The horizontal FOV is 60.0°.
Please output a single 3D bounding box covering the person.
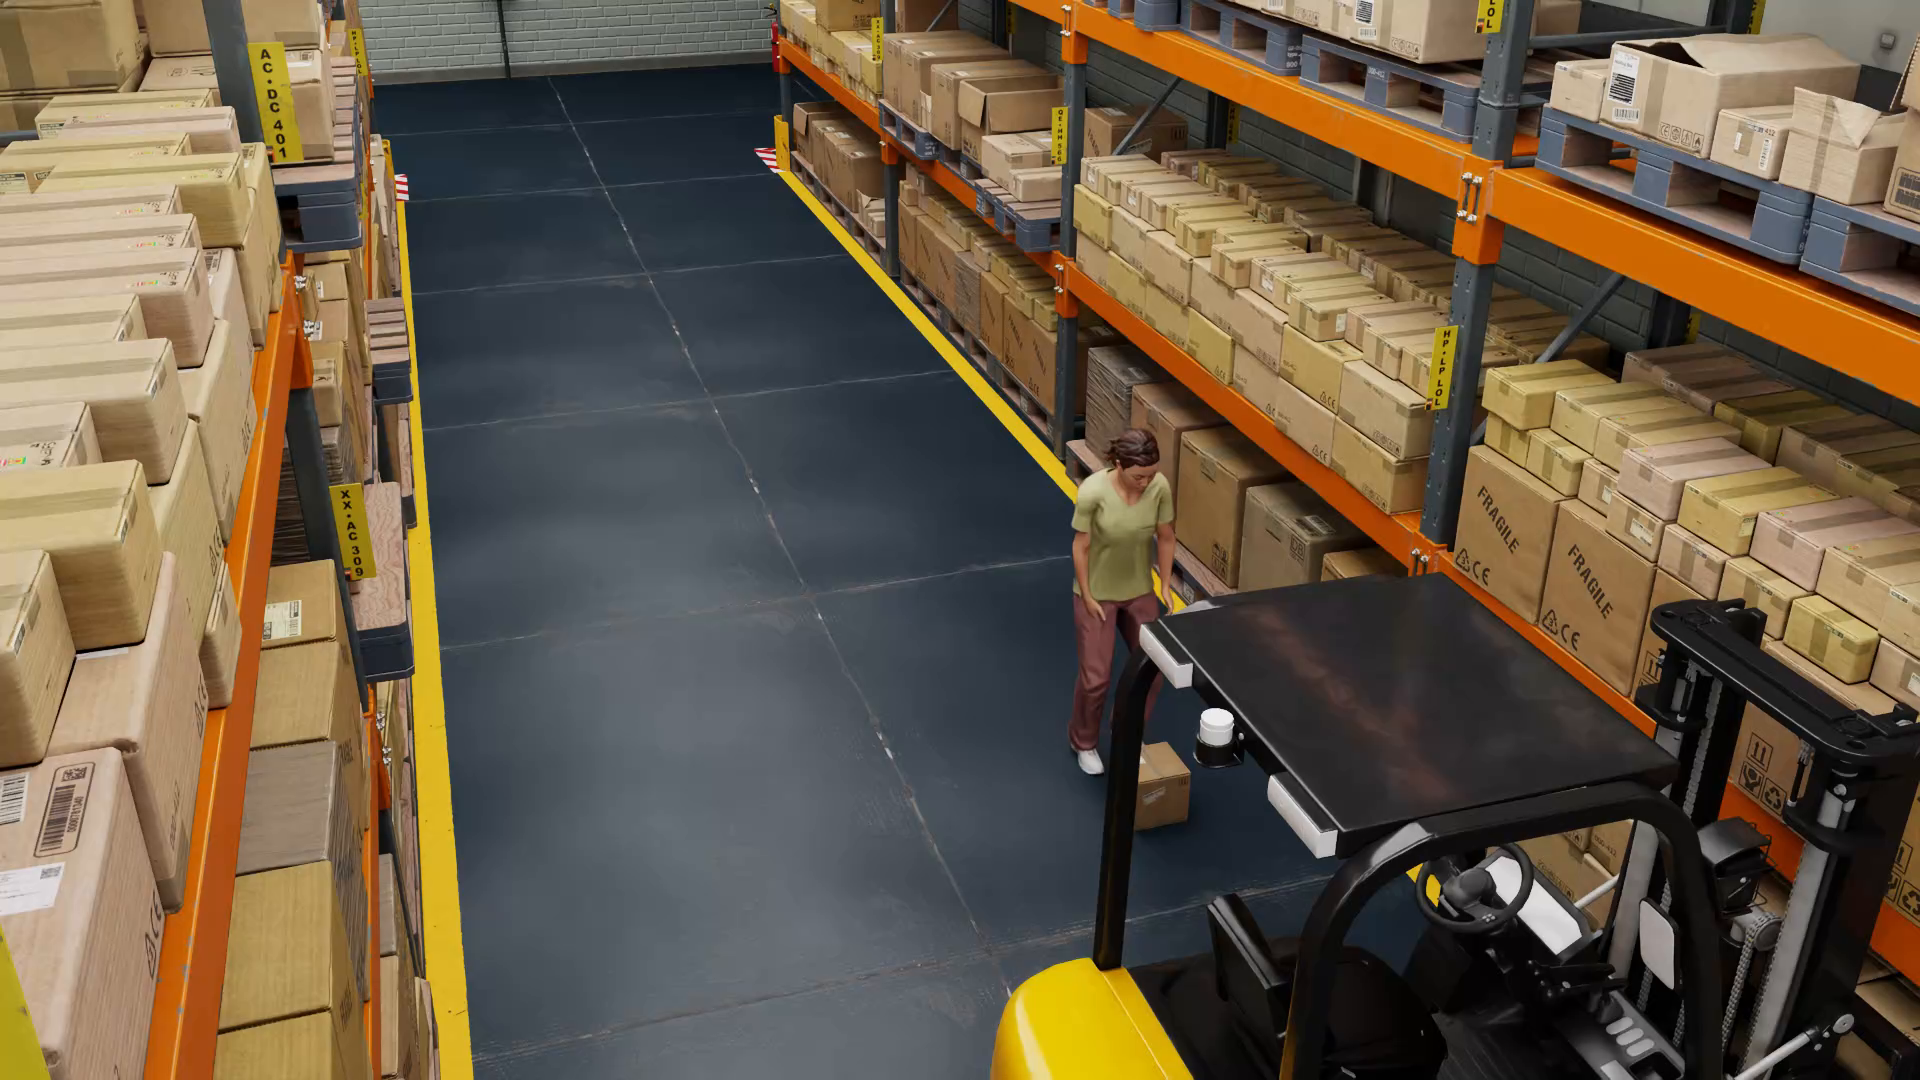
[{"bbox_3d":[0.705,0.243,7.192,0.470,1.628,0.387,-8,27,-15],"label":"person"}]
